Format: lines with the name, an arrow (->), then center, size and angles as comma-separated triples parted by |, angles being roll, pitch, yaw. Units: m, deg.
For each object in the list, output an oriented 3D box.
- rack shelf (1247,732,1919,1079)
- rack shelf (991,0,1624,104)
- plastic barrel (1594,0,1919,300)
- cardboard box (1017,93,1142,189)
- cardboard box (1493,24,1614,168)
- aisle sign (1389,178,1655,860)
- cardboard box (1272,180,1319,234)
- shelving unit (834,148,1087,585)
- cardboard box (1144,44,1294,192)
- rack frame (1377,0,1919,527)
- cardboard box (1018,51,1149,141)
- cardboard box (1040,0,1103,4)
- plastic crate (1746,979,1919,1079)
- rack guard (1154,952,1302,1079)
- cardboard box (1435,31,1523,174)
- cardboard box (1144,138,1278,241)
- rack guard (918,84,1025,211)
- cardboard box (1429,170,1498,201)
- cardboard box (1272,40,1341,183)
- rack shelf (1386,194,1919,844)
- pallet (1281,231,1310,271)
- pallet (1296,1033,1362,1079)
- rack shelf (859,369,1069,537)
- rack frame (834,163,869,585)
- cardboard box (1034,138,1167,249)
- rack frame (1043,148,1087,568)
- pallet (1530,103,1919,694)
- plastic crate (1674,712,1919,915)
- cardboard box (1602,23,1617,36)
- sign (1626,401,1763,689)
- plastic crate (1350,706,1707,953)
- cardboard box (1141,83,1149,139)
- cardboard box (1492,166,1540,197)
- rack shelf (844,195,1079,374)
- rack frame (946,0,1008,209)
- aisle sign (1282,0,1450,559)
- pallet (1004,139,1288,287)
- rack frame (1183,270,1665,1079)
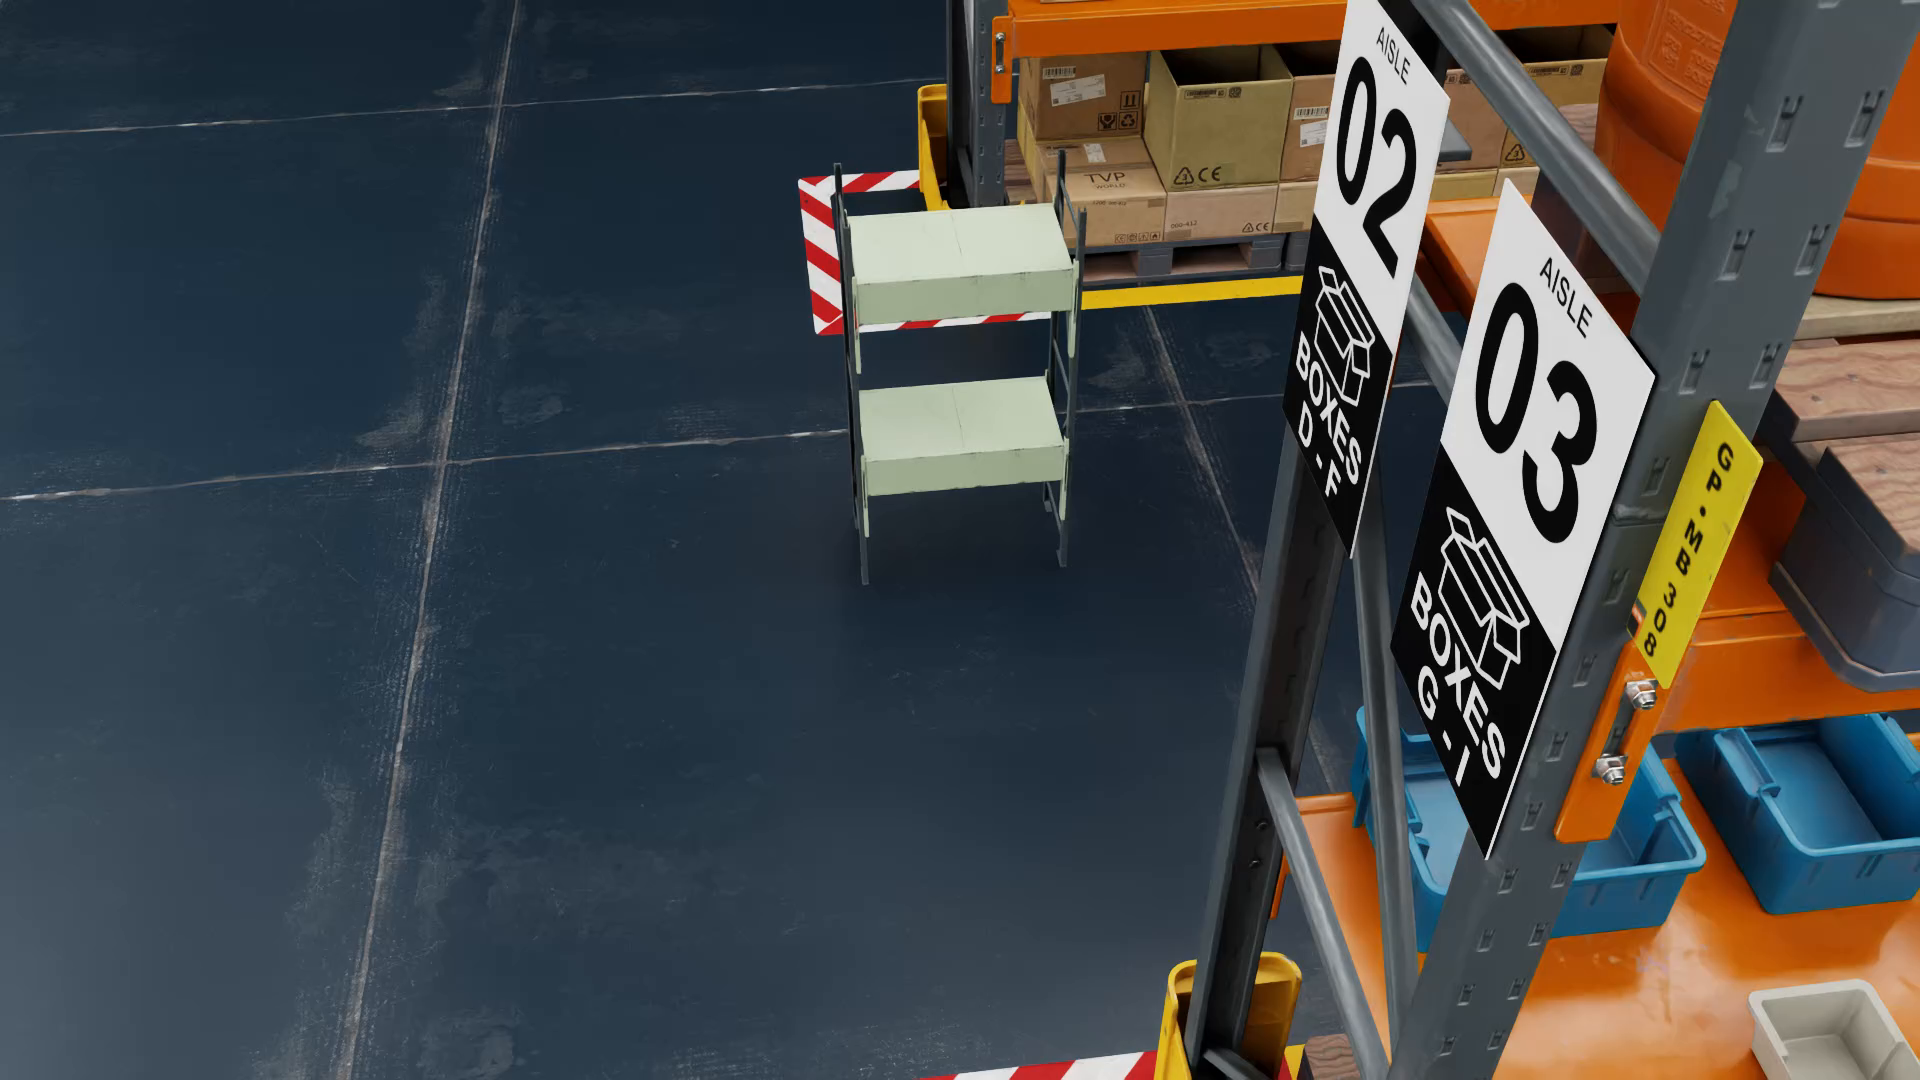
rack shelf -> 2.684, 0.856, 3.598 | 4.000, 0.370, 1.077 | -5, 42, -6
rack shelf -> 2.046, -2.434, 7.246 | 4.000, 0.370, 1.077 | -5, 42, -6
plastic barrel -> 1.167, -0.793, 2.016 | 0.708, 0.830, 0.600 | -5, 42, -6
cardboard box -> 0.556, -1.905, 7.862 | 0.500, 0.250, 0.500 | -5, 42, -6
cardboard box -> 2.605, -2.021, 7.430 | 0.500, 0.500, 0.500 | -5, 42, -6
aisle sign -> 0.668, -0.002, 2.071 | 0.004, 0.787, 0.394 | -5, 42, -6
cardboard box -> 1.614, -1.650, 7.579 | 0.500, 0.250, 0.500 | -5, 42, -6
shelving unit -> -0.007, -0.556, 5.747 | 0.755, 1.500, 0.431 | -5, 42, -6
cardboard box -> 1.119, -1.884, 7.279 | 0.500, 0.500, 0.500 | -5, 42, -6
rack frame -> 0.701, -1.465, 1.155 | 0.127, 3.000, 1.000 | -5, 42, -6
cardboard box -> 0.556, -2.185, 7.612 | 0.500, 0.500, 0.500 | -5, 42, -6
cardboard box -> 0.527, -2.596, 6.814 | 0.500, 0.500, 0.700 | -5, 42, -6
plastic crate -> 1.630, 0.997, 3.102 | 0.250, 0.136, 0.298 | -5, 42, -6
rack guard -> 0.770, 1.653, 4.044 | 0.348, 0.500, 1.175 | -5, 42, -6
cardboard box -> 2.111, -1.968, 7.372 | 0.500, 0.500, 0.500 | -5, 42, -6
cardboard box -> 1.119, -1.607, 7.531 | 0.500, 0.250, 0.500 | -5, 42, -6
rack guard -> 0.039, -1.597, 7.647 | 0.348, 0.500, 1.175 | -5, 42, -6
cardboard box -> 2.111, -1.690, 7.624 | 0.500, 0.250, 0.500 | -5, 42, -6
cardboard box -> 1.613, -1.936, 7.336 | 0.500, 0.500, 0.500 | -5, 42, -6
rack shelf -> 2.684, -0.258, 2.594 | 4.000, 0.370, 1.077 | -5, 42, -6
pallet -> 2.023, -1.690, 7.966 | 1.213, 0.211, 1.003 | -5, 42, -6
pallet -> 1.577, 1.693, 4.215 | 1.213, 0.211, 1.003 | -5, 42, -6
rack shelf -> -0.007, -0.314, 5.965 | 0.720, 0.370, 0.431 | -5, 42, -6
rack frame -> -0.370, -0.525, 5.712 | 0.023, 1.500, 0.400 | -5, 42, -6
cardboard box -> 0.623, -1.561, 7.480 | 0.500, 0.250, 0.500 | -5, 42, -6
rack frame -> 0.356, -0.588, 5.782 | 0.023, 1.500, 0.400 | -5, 42, -6
pallet -> 1.534, -0.288, 2.231 | 1.213, 0.211, 1.003 | -5, 42, -6
plastic crate -> 1.803, 0.523, 3.541 | 0.408, 0.251, 0.499 | -5, 42, -6
cardboard box -> 3.100, -2.067, 7.481 | 0.500, 0.500, 0.500 | -5, 42, -6
sign -> 0.768, 0.011, 1.752 | 0.005, 0.325, 0.100 | -5, 42, -6
plastic crate -> 1.159, 0.576, 3.483 | 0.616, 0.251, 0.499 | -5, 42, -6
cardboard box -> 1.050, -1.956, 7.919 | 0.500, 0.250, 0.500 | -5, 42, -6
cardboard box -> 2.606, -1.734, 7.672 | 0.500, 0.250, 0.500 | -5, 42, -6
rack shelf -> -0.007, -0.846, 5.486 | 0.720, 0.370, 0.431 | -5, 42, -6
rack frame -> 0.063, -2.527, 6.812 | 0.127, 3.000, 1.000 | -5, 42, -6
aisle sign -> 0.591, -0.394, 2.506 | 0.004, 0.787, 0.394 | -5, 42, -6
pallet -> 0.815, -1.586, 7.851 | 1.213, 0.211, 1.003 | -5, 42, -6
rack frame -> 0.701, 0.763, 3.165 | 0.127, 3.000, 1.000 | -5, 42, -6
